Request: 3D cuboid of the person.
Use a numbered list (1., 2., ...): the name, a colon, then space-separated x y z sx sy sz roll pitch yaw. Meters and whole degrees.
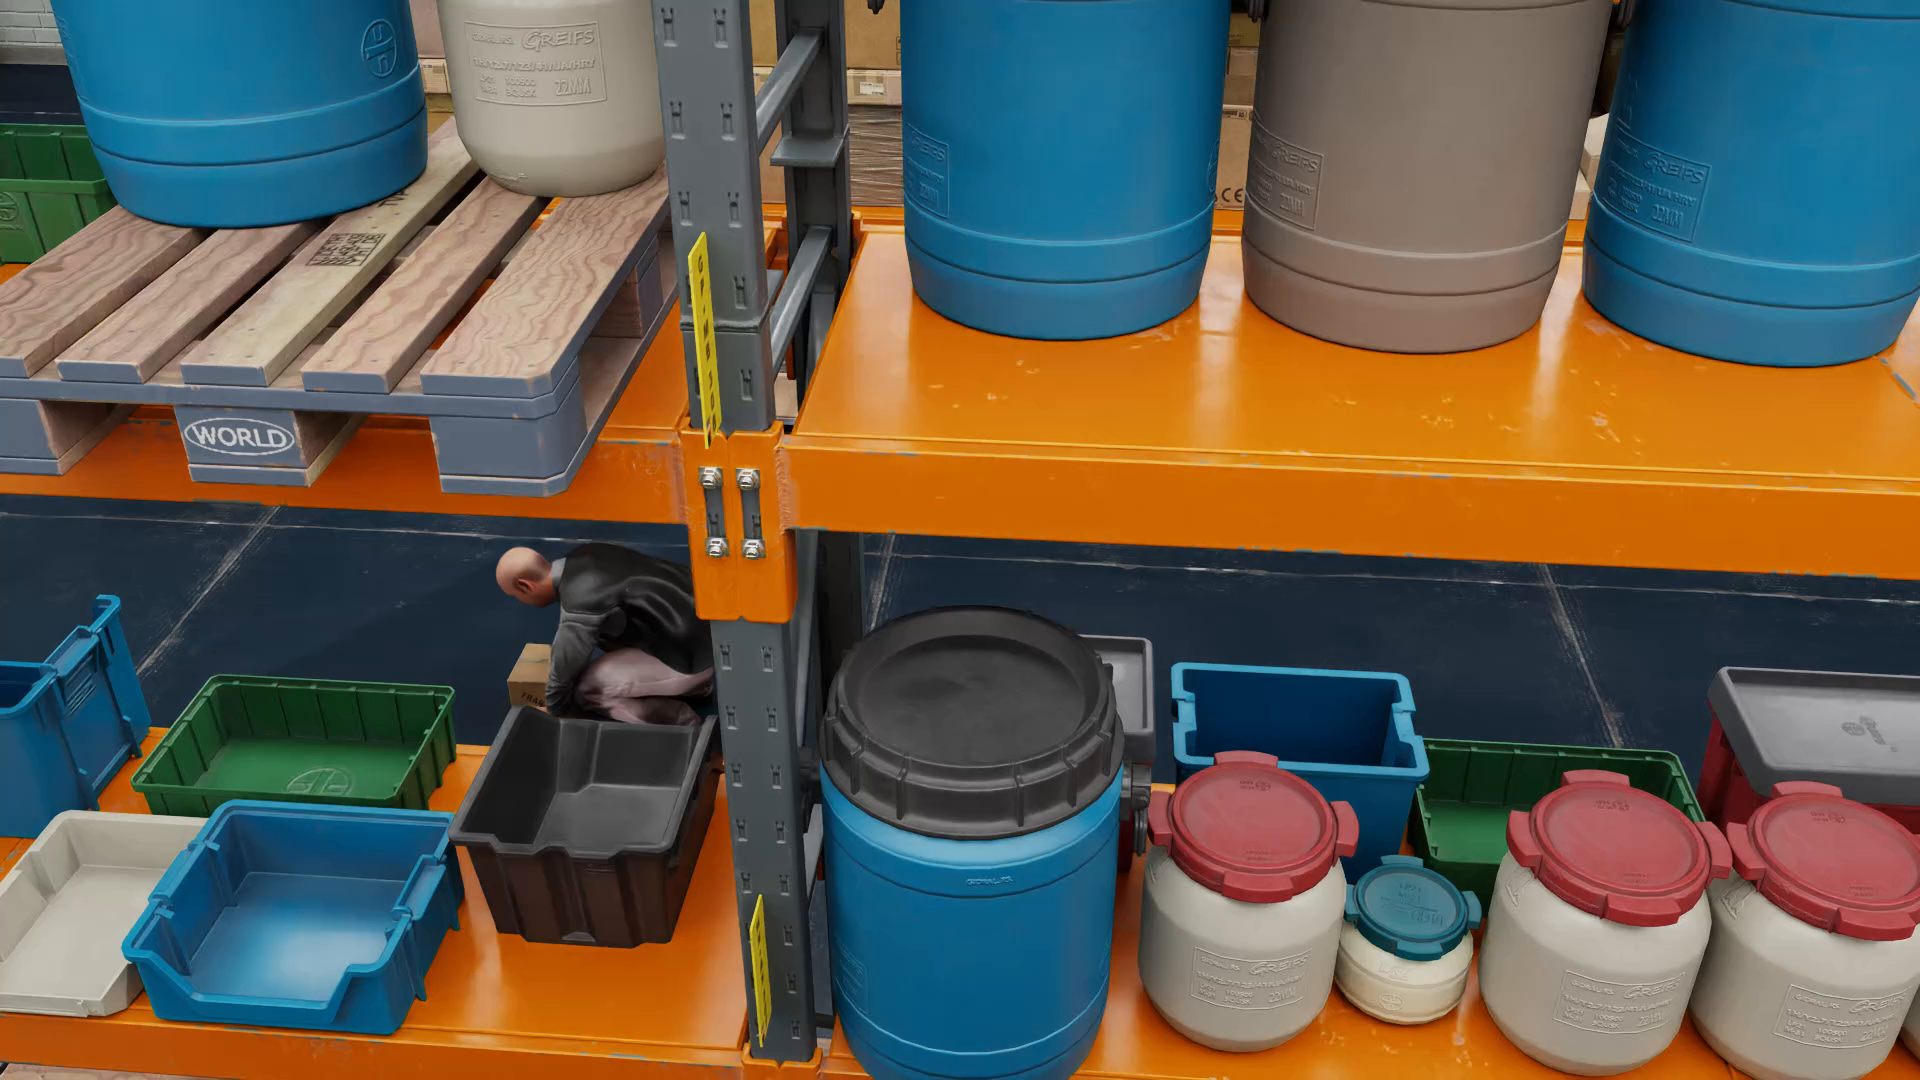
1. person: -1.297 0.383 6.430 0.881 0.834 0.529 3 32 4
